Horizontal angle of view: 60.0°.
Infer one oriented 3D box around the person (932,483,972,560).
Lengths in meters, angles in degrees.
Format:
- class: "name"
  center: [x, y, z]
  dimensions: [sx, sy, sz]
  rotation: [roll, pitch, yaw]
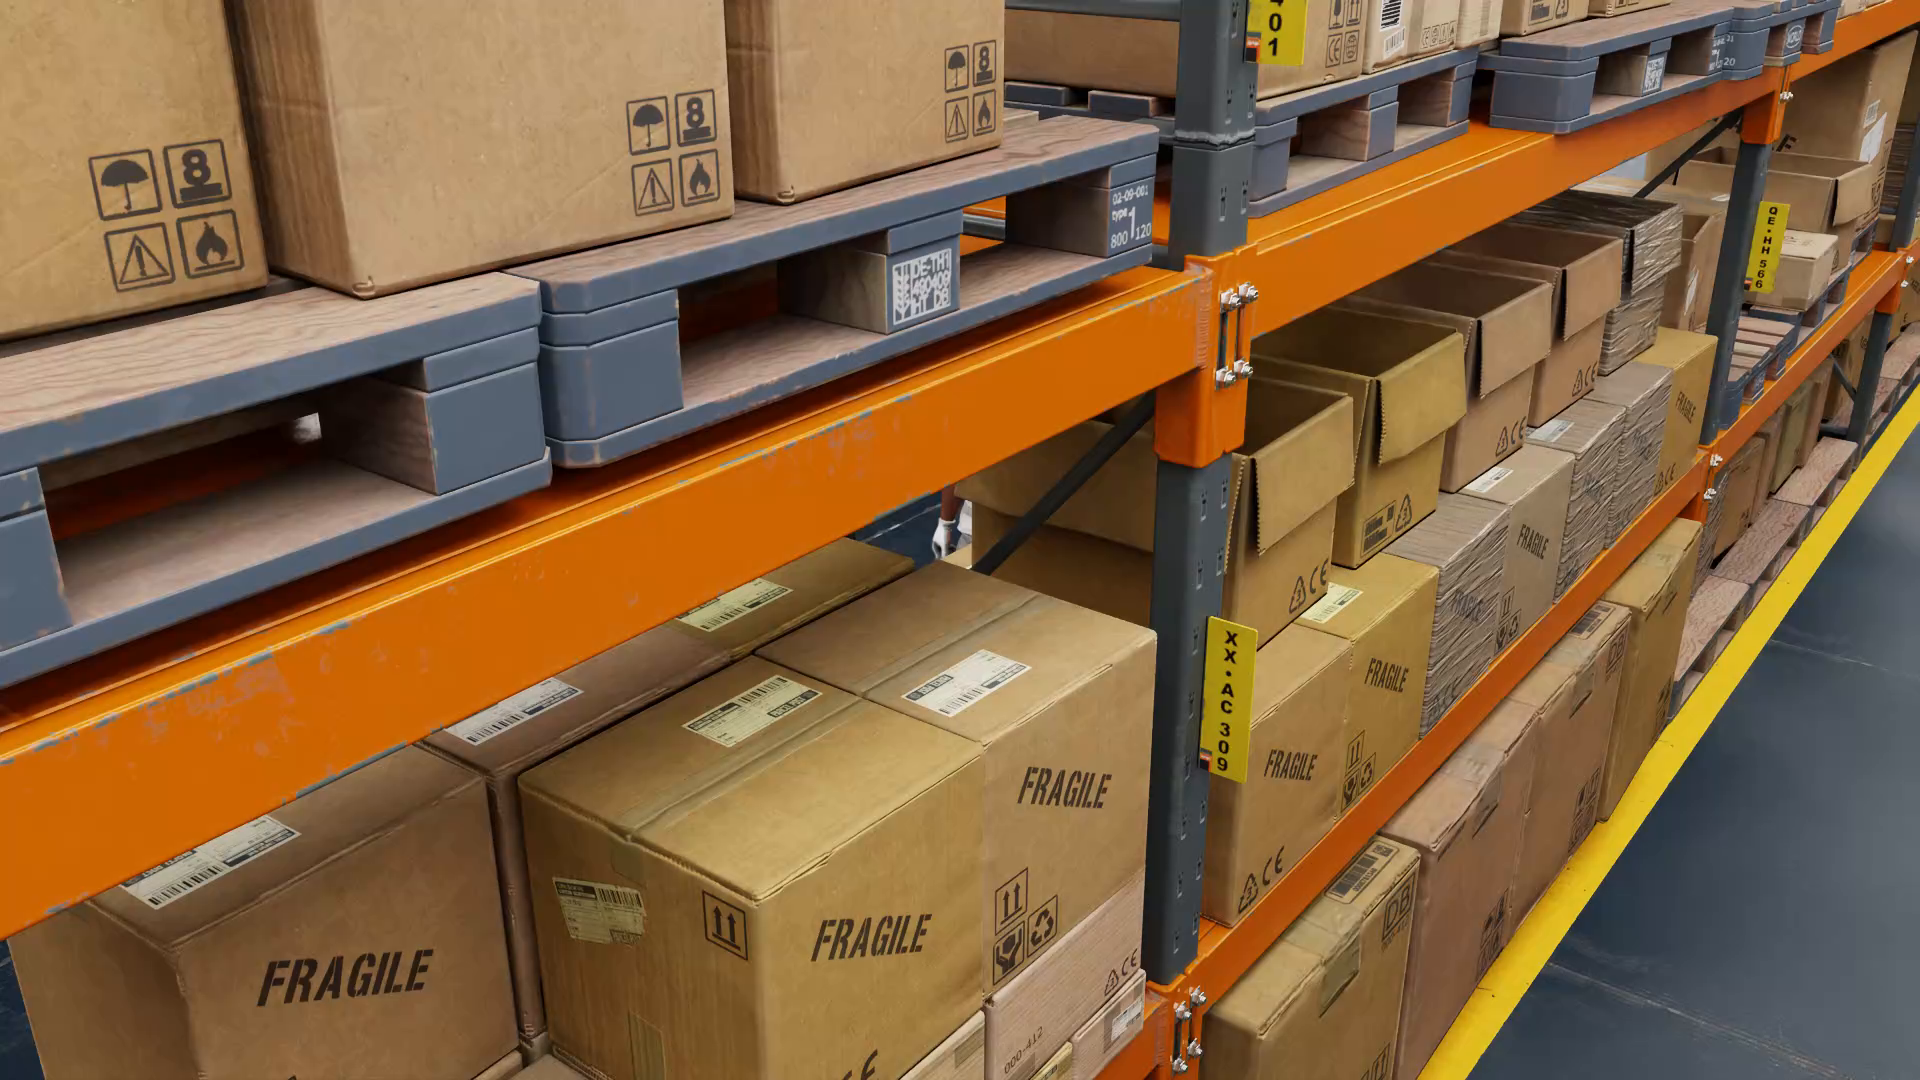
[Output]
- class: "person"
  center: [0.161, 0.029, 6.517]
  dimensions: [0.614, 1.773, 0.449]
  rotation: [16, 28, 33]
